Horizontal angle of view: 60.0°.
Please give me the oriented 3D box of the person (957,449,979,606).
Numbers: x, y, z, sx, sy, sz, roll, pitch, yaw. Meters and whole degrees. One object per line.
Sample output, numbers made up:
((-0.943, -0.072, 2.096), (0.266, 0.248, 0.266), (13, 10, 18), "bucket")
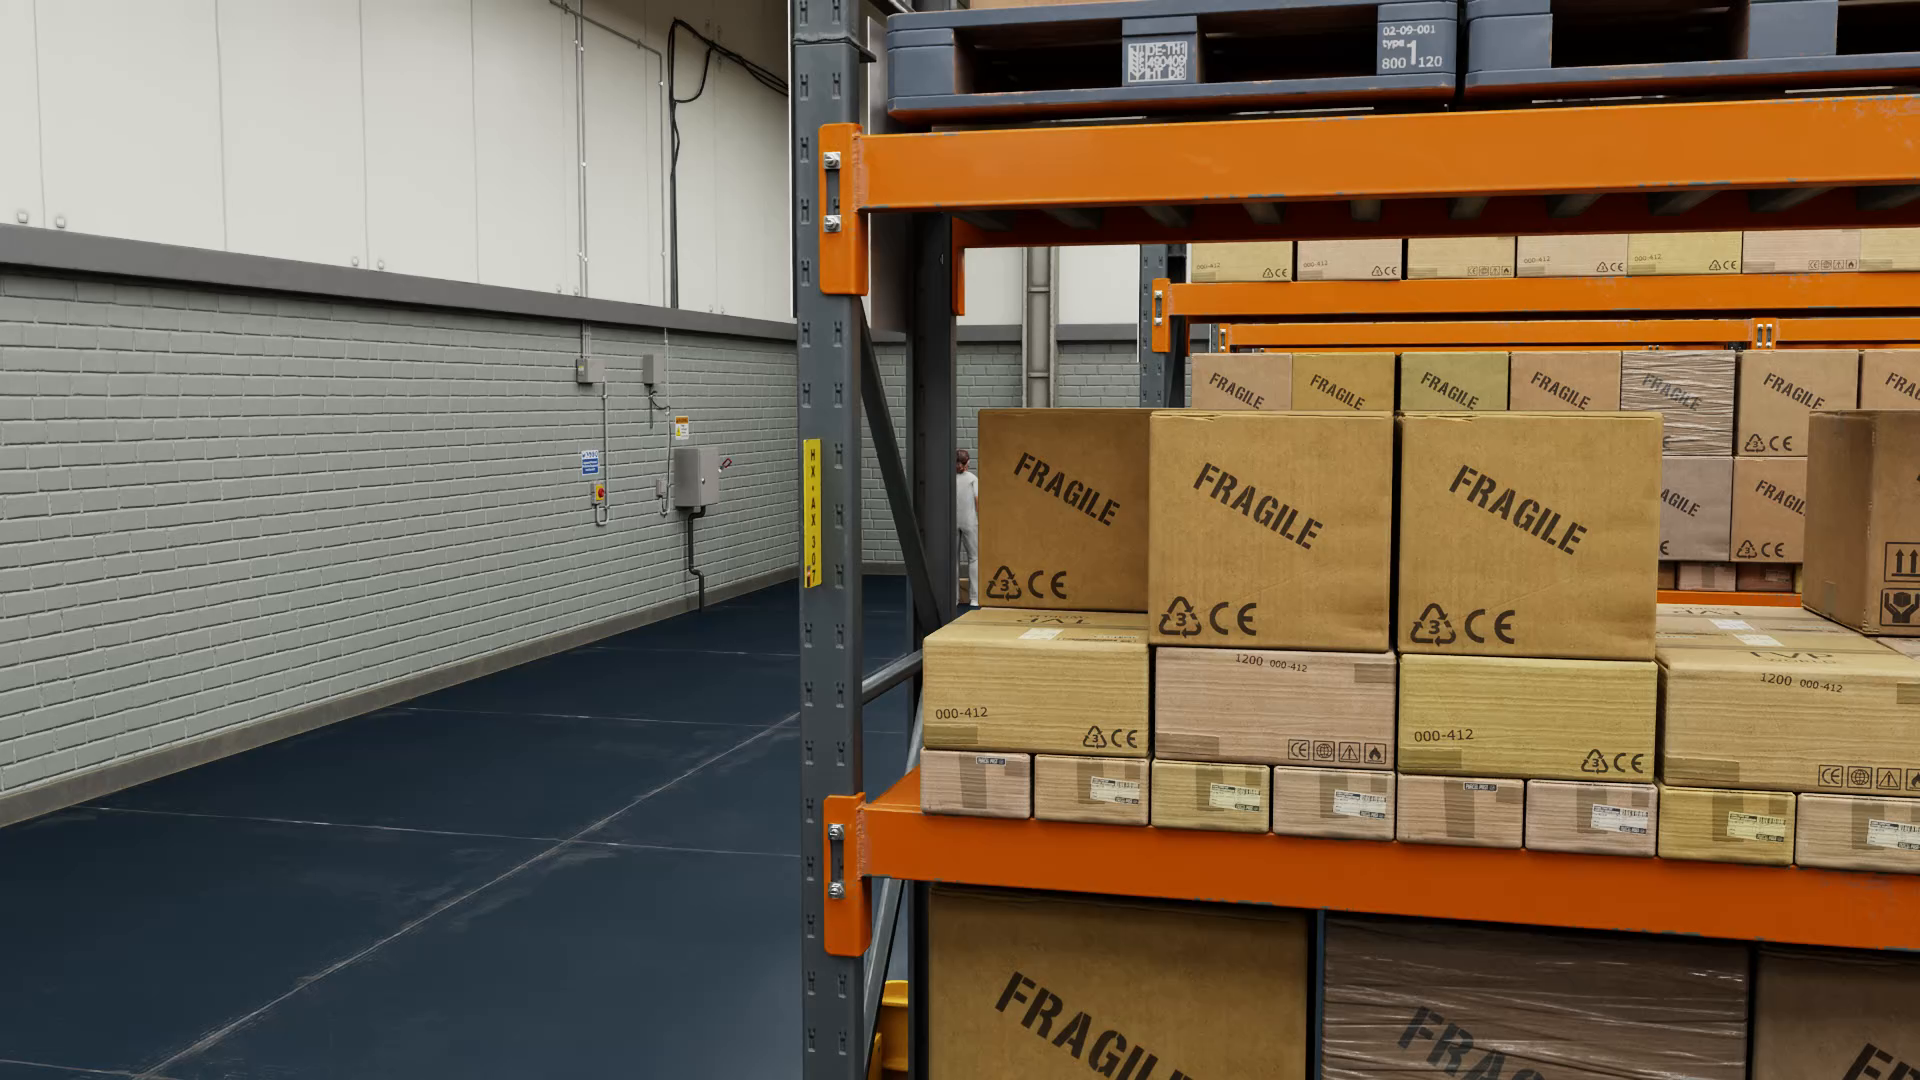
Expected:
((0.028, -0.134, 17.826), (0.513, 1.669, 0.355), (1, 5, 11), "person")
